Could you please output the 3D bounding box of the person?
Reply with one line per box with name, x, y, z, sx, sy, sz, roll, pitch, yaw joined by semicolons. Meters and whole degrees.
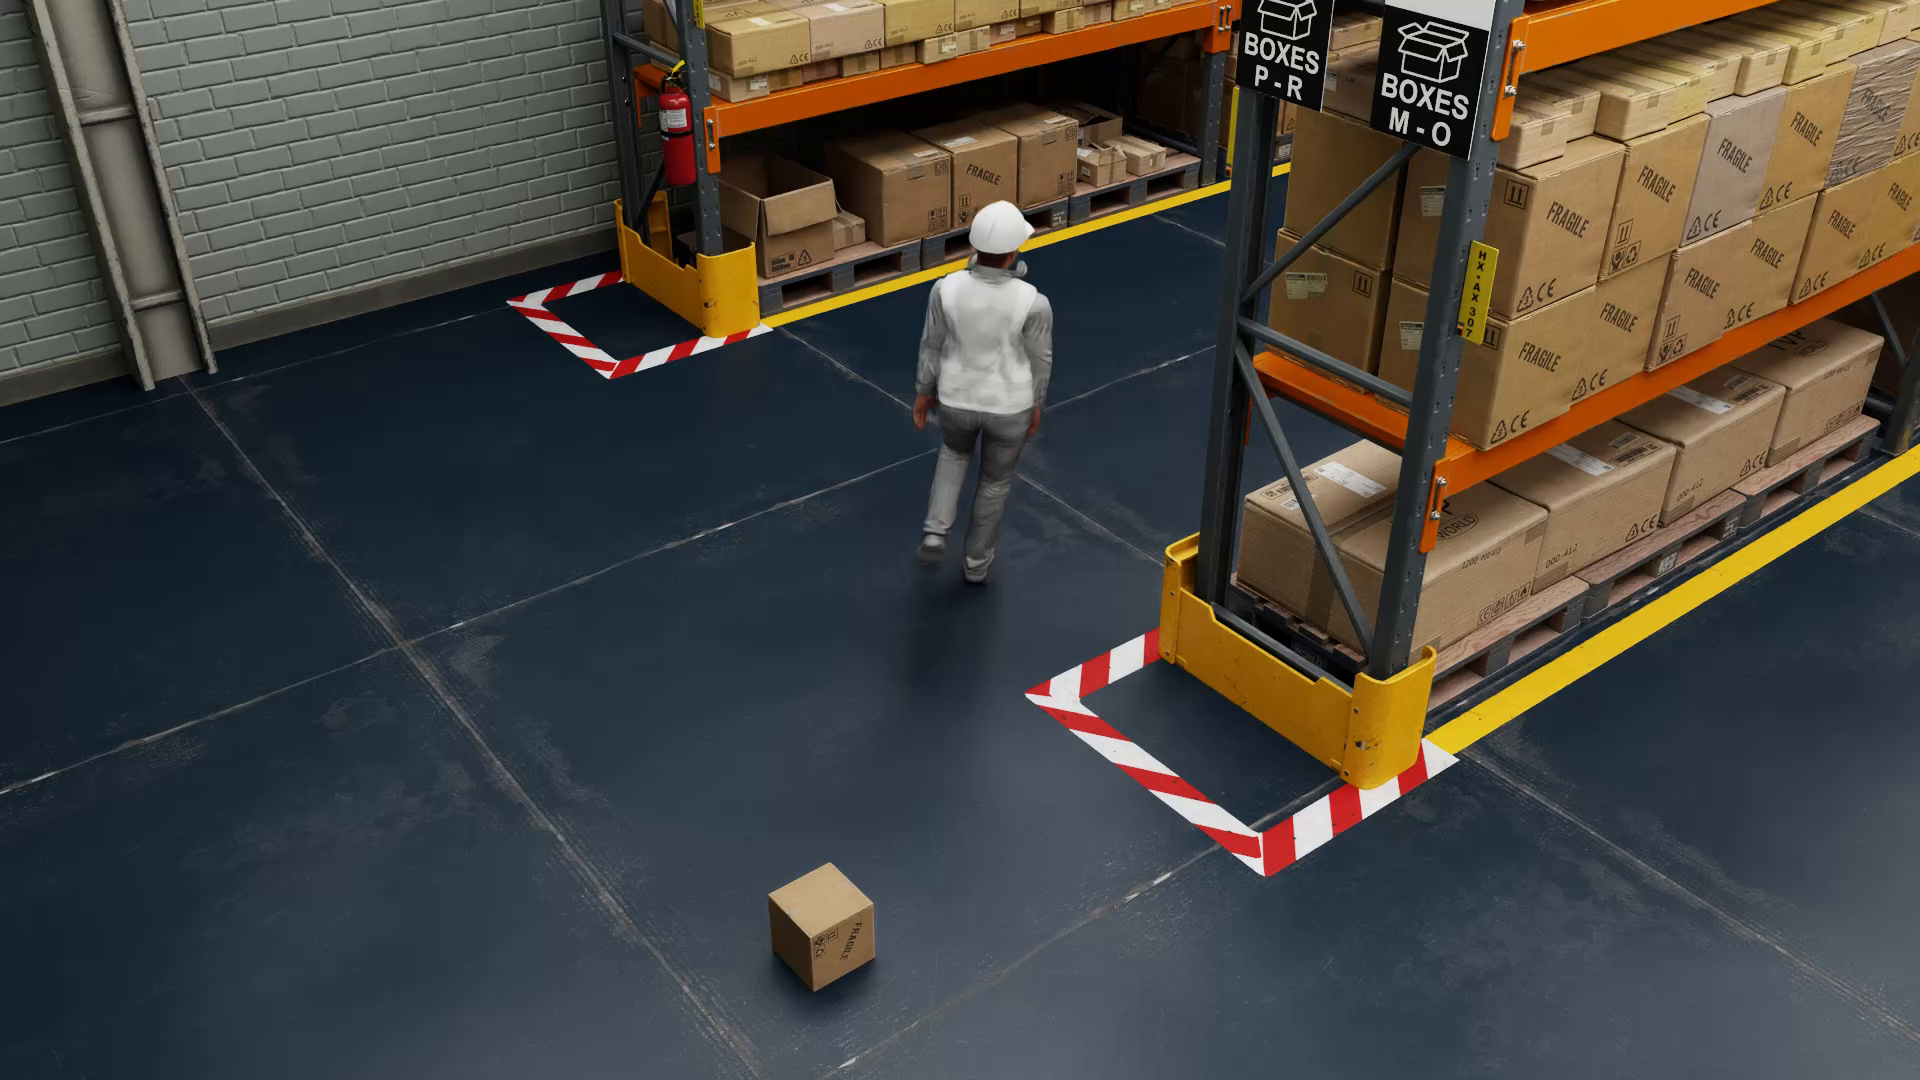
person;0.109;-0.627;7.085;0.599;1.763;0.446;8;33;13
